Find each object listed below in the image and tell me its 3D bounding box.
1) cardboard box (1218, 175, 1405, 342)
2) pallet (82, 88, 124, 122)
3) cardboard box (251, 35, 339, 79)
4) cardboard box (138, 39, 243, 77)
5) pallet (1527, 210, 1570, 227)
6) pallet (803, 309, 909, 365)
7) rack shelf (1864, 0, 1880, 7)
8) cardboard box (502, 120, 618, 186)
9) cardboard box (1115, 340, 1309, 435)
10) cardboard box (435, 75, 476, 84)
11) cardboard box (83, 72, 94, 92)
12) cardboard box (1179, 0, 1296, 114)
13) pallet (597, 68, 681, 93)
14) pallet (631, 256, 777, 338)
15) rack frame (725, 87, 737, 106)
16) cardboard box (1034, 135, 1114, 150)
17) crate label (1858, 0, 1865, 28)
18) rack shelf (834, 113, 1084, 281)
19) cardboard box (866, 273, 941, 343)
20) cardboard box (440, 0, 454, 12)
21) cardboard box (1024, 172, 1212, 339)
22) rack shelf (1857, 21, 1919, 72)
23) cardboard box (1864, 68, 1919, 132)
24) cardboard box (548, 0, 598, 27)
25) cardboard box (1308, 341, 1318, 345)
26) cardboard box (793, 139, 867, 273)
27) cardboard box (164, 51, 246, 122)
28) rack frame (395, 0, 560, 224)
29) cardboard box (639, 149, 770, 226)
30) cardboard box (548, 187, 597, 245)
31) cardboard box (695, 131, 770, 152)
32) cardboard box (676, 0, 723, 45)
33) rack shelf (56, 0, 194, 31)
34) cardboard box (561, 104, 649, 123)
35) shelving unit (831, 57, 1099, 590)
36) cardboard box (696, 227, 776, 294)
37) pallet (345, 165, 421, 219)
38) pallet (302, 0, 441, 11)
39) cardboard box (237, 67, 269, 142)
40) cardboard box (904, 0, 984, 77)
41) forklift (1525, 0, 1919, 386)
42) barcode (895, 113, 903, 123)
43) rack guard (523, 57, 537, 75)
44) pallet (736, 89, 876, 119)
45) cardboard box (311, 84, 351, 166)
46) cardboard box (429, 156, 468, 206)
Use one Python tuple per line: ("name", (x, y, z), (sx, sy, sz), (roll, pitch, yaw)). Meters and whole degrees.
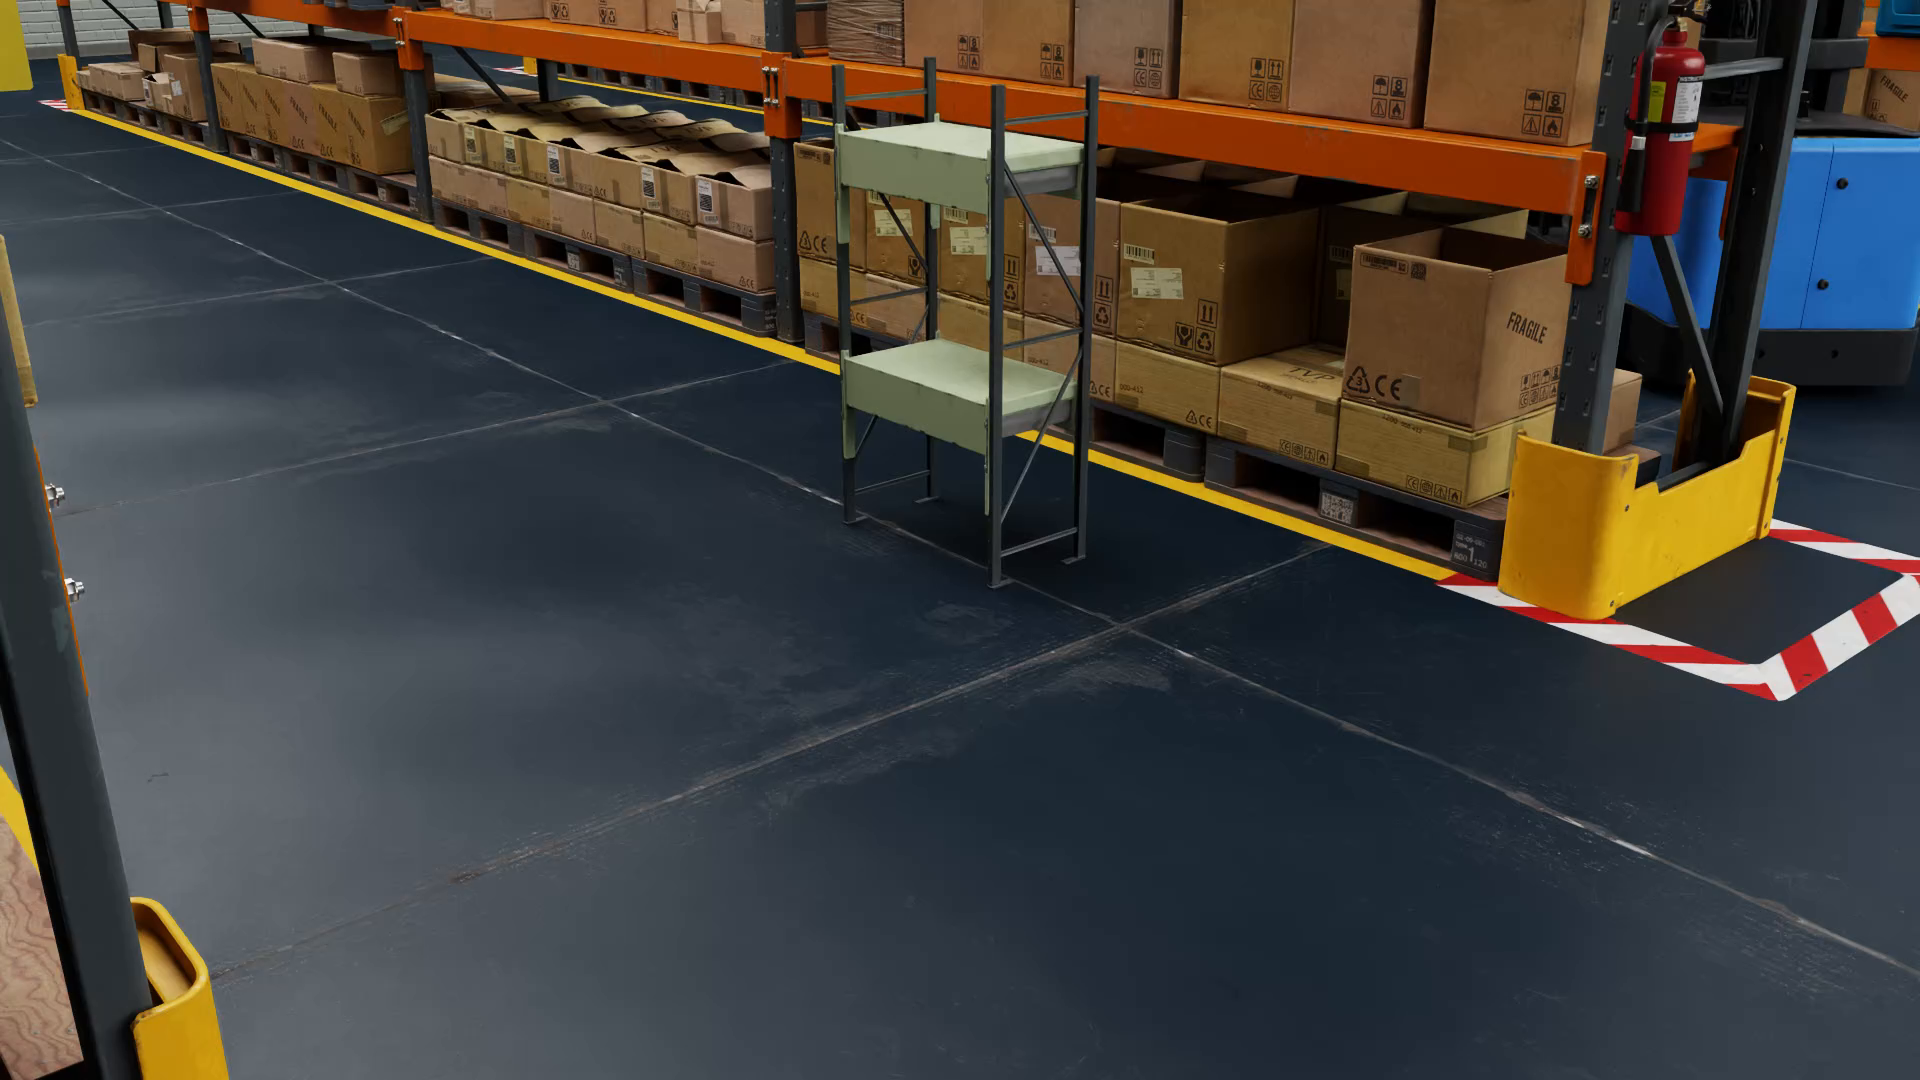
("cardboard box", (1.315, -1.081, 6.298), (0.500, 0.500, 0.500), (-17, 27, -37))
("pallet", (-7.713, -4.224, 15.980), (1.003, 0.211, 1.213), (-17, 27, -37))
("cardboard box", (-4.889, -3.581, 12.309), (0.500, 0.250, 0.500), (-17, 27, -37))
("cardboard box", (-6.903, -4.219, 14.962), (0.797, 0.503, 0.637), (-17, 27, -37))
("pallet", (3.711, -2.132, 10.639), (1.003, 0.211, 1.213), (-17, 27, -37))
("pallet", (0.036, -0.920, 7.544), (1.003, 0.211, 1.213), (-17, 27, -37))
("rack shelf", (8.362, -3.918, 12.360), (1.077, 0.370, 4.000), (-17, 27, -37))
("cardboard box", (-2.262, -2.231, 9.491), (0.500, 0.311, 0.500), (-18, 28, -39))
("cardboard box", (0.923, -0.609, 6.121), (0.500, 0.250, 0.500), (-17, 27, -37))
("cardboard box", (-3.812, -3.071, 12.036), (0.500, 0.500, 0.500), (-18, 28, -38))
("cardboard box", (-8.108, -4.383, 15.842), (0.380, 0.166, 0.250), (-17, 27, -37))
("cardboard box", (1.199, -1.804, 5.840), (0.700, 0.500, 0.500), (-17, 27, -37))
("pallet", (-3.228, -5.069, 18.138), (1.003, 0.211, 1.213), (-17, 27, -37))
("pallet", (-0.961, -1.344, 8.626), (1.003, 0.211, 1.213), (-17, 27, -37))
("rack frame", (-1.918, -5.837, 16.273), (1.000, 3.000, 0.127), (-17, 27, -37))
("cardboard box", (0.335, -1.496, 7.356), (0.500, 0.500, 0.500), (-17, 27, -37))
("crate label", (4.509, -2.982, 8.936), (0.502, 0.435, 0.616), (-17, 27, -37))
("rack shelf", (0.004, -1.060, 5.063), (0.431, 0.370, 0.720), (-17, 27, -37))
("cardboard box", (-0.055, -1.024, 7.179), (0.500, 0.250, 0.500), (-17, 27, -37))
("cardboard box", (-2.858, -3.401, 10.176), (0.500, 0.311, 0.500), (-15, 26, -34))
("cardboard box", (0.595, -1.096, 6.336), (0.500, 0.500, 0.500), (-17, 27, -37))
("rack shelf", (4.609, -2.739, 9.350), (1.077, 0.370, 4.000), (-17, 27, -37))
("cardboard box", (7.667, -3.561, 13.313), (0.500, 0.500, 0.500), (-9, 23, -21))
("cardboard box", (-1.954, -3.140, 9.251), (0.500, 0.500, 0.500), (-19, 29, -40))
("cardboard box", (1.323, -0.735, 6.442), (0.500, 0.250, 0.500), (-17, 27, -37))
("cardboard box", (-0.385, -1.510, 7.392), (0.500, 0.500, 0.500), (-17, 27, -37))
("cardboard box", (-6.260, -3.789, 13.870), (0.500, 0.500, 0.500), (-17, 27, -37))
("rack frame", (-3.062, -3.553, 10.443), (1.000, 3.000, 0.127), (-17, 27, -37))
("cardboard box", (-1.277, -1.810, 8.419), (0.500, 0.311, 0.500), (-17, 27, -36))
("cardboard box", (-1.935, -1.831, 9.241), (0.500, 0.250, 0.500), (-17, 27, -36))
("cardboard box", (-1.194, -2.080, 9.108), (0.500, 0.311, 0.500), (-19, 28, -39))
("cardboard box", (-1.164, -2.585, 8.155), (0.396, 0.266, 0.258), (-18, 28, -39))
("rack shelf", (-6.979, -4.876, 14.807), (1.077, 0.370, 4.000), (-17, 27, -37))
("cardboard box", (-2.189, -2.502, 10.183), (0.500, 0.311, 0.500), (-18, 28, -38))
("shelving unit", (0.004, -0.697, 5.206), (0.431, 1.500, 0.755), (-17, 27, -37))
("cardboard box", (-0.941, -1.409, 8.163), (0.500, 0.250, 0.500), (-18, 28, -38))
("pallet", (-3.521, -2.470, 11.501), (1.003, 0.211, 1.213), (-17, 27, -37))
("pallet", (-3.558, -3.635, 10.914), (1.213, 0.211, 1.003), (-17, 27, -37))
("cardboard box", (-5.185, -3.363, 12.782), (0.500, 0.500, 0.500), (-17, 27, -37))
("cardboard box", (0.193, -2.230, 6.926), (0.700, 0.500, 0.500), (-18, 28, -38))
("forklift", (3.467, -2.490, 7.823), (1.130, 2.935, 3.031), (0, 21, 0))
("barcode", (-0.302, -2.106, 8.255), (0.001, 0.075, 0.075), (-17, 27, -37))
("rack guard", (-4.555, -5.781, 19.559), (1.175, 0.500, 0.348), (-17, 27, -37))
("pallet", (-1.446, -4.315, 16.212), (1.003, 0.211, 1.213), (-17, 27, -37))
("cardboard box", (-4.188, -2.940, 11.701), (0.500, 0.500, 0.500), (-19, 28, -39))
("cardboard box", (-2.943, -2.254, 10.320), (0.500, 0.250, 0.500), (-18, 27, -38))
